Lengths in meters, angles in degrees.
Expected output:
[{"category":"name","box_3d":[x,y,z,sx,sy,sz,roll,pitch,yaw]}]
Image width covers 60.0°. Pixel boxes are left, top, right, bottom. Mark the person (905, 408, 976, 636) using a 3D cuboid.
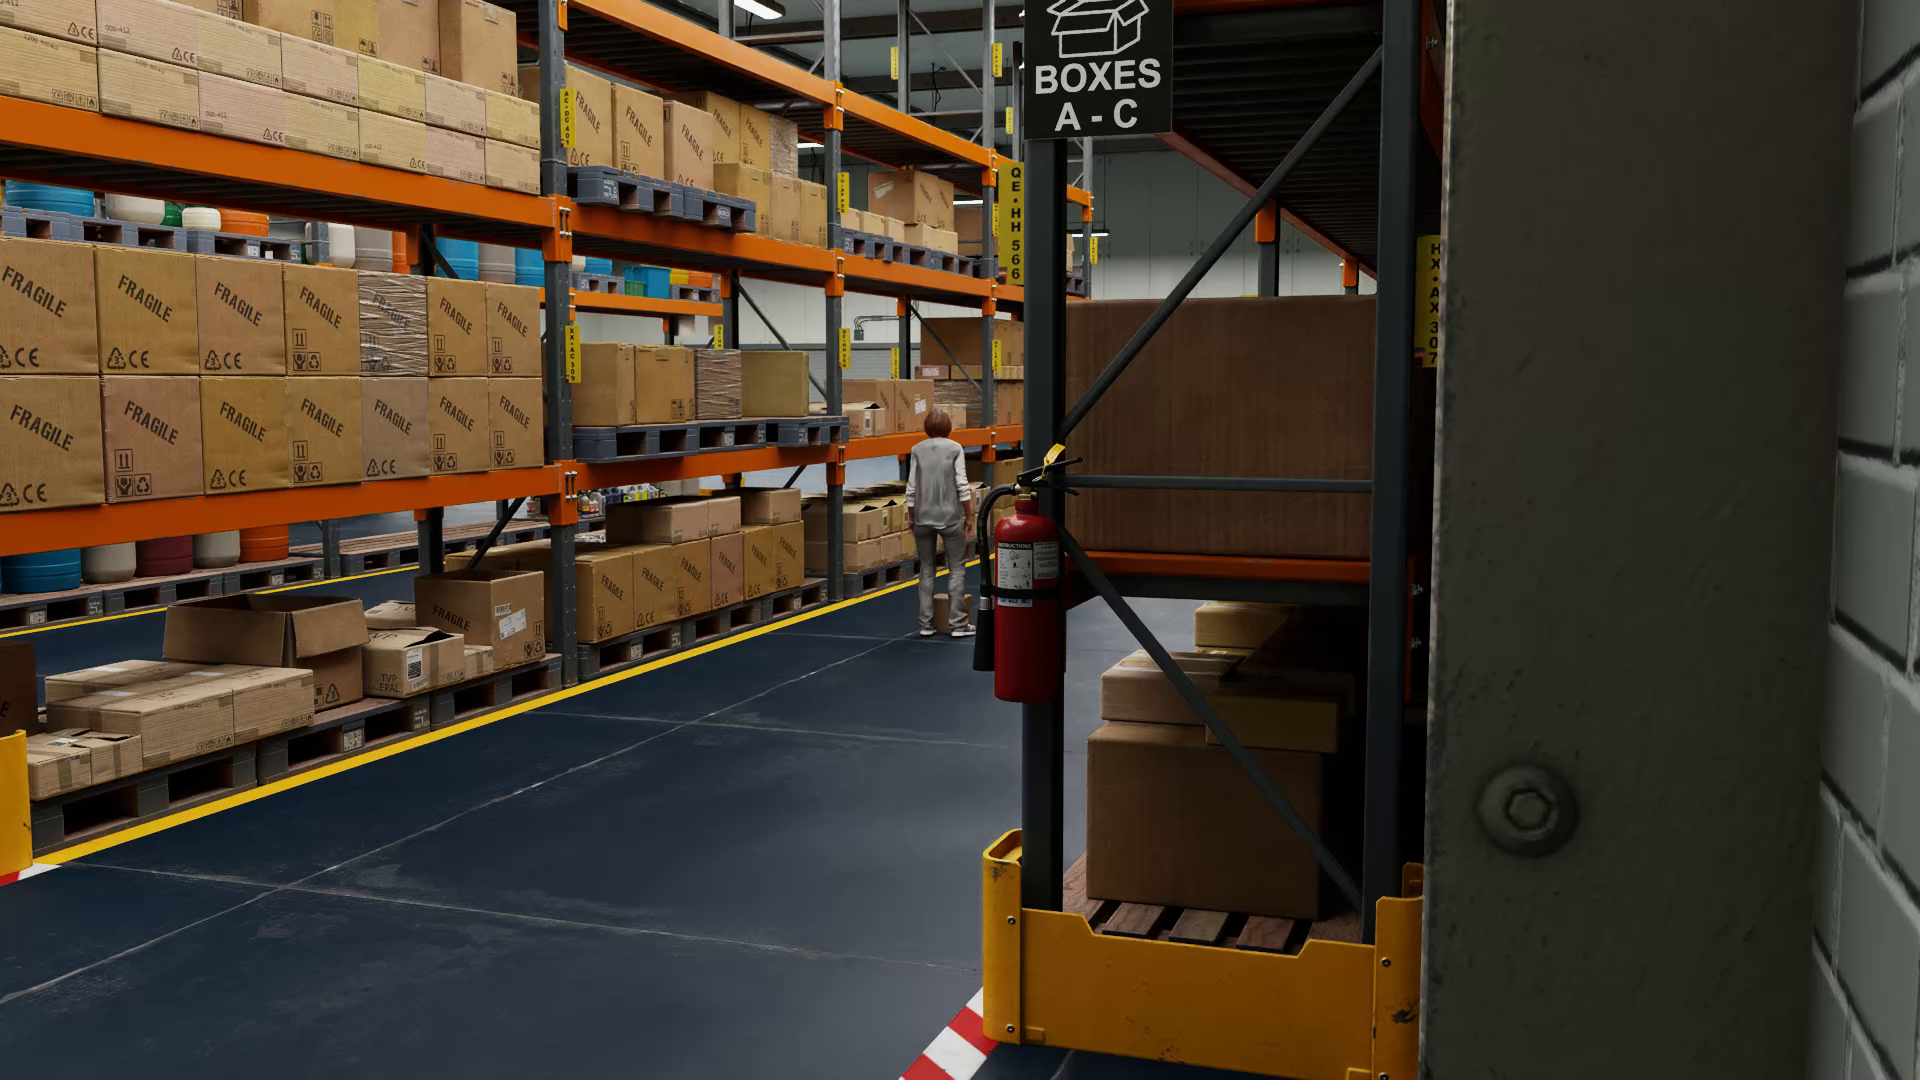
[{"category":"person","box_3d":[-0.140,-0.120,11.613,0.483,1.591,0.347,1,6,15]}]
